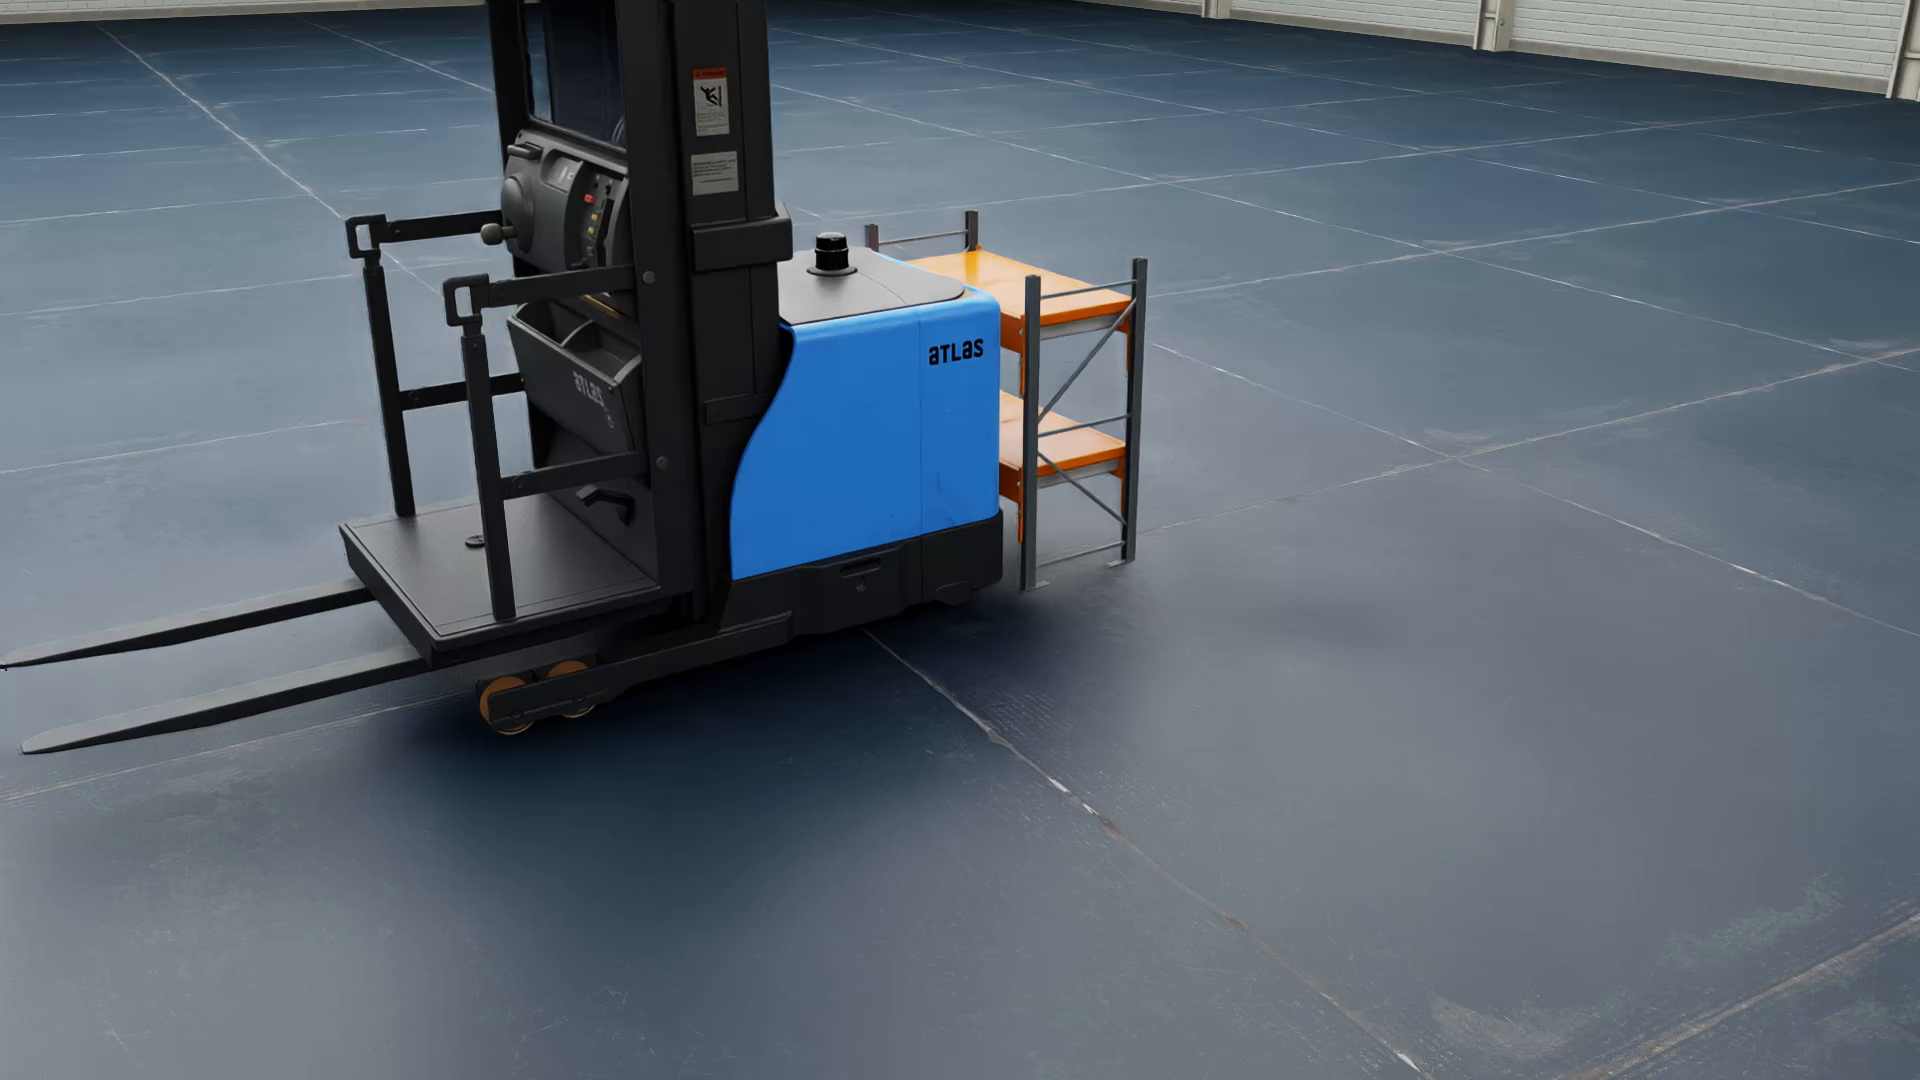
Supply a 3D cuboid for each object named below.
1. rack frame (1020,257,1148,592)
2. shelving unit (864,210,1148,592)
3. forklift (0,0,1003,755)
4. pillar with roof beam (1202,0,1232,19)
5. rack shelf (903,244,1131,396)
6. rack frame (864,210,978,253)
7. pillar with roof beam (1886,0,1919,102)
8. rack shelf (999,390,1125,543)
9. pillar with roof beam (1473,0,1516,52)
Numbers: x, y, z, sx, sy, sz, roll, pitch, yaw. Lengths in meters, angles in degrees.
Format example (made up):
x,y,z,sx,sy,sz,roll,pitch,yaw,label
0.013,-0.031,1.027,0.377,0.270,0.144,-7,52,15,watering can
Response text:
x,y,z,sx,sy,sz,roll,pitch,yaw,label
0.429,-0.395,5.790,0.500,1.125,0.032,-14,26,-31,rack frame
0.142,-0.553,6.179,0.538,1.125,1.048,-14,26,-31,shelving unit
-1.365,-1.010,4.905,3.031,2.935,1.130,-14,26,-30,forklift
0.574,-12.054,24.018,9.100,9.000,0.400,-13,25,-28,pillar with roof beam
0.142,-0.825,6.069,0.538,0.278,1.000,-14,26,-31,rack shelf
-0.144,-0.712,6.568,0.500,1.125,0.032,-14,26,-31,rack frame
6.704,-8.170,14.461,9.100,9.000,0.400,-13,25,-28,pillar with roof beam
0.142,-0.327,6.271,0.538,0.278,1.000,-14,26,-31,rack shelf
3.639,-10.112,19.239,9.100,9.000,0.400,-13,25,-28,pillar with roof beam
